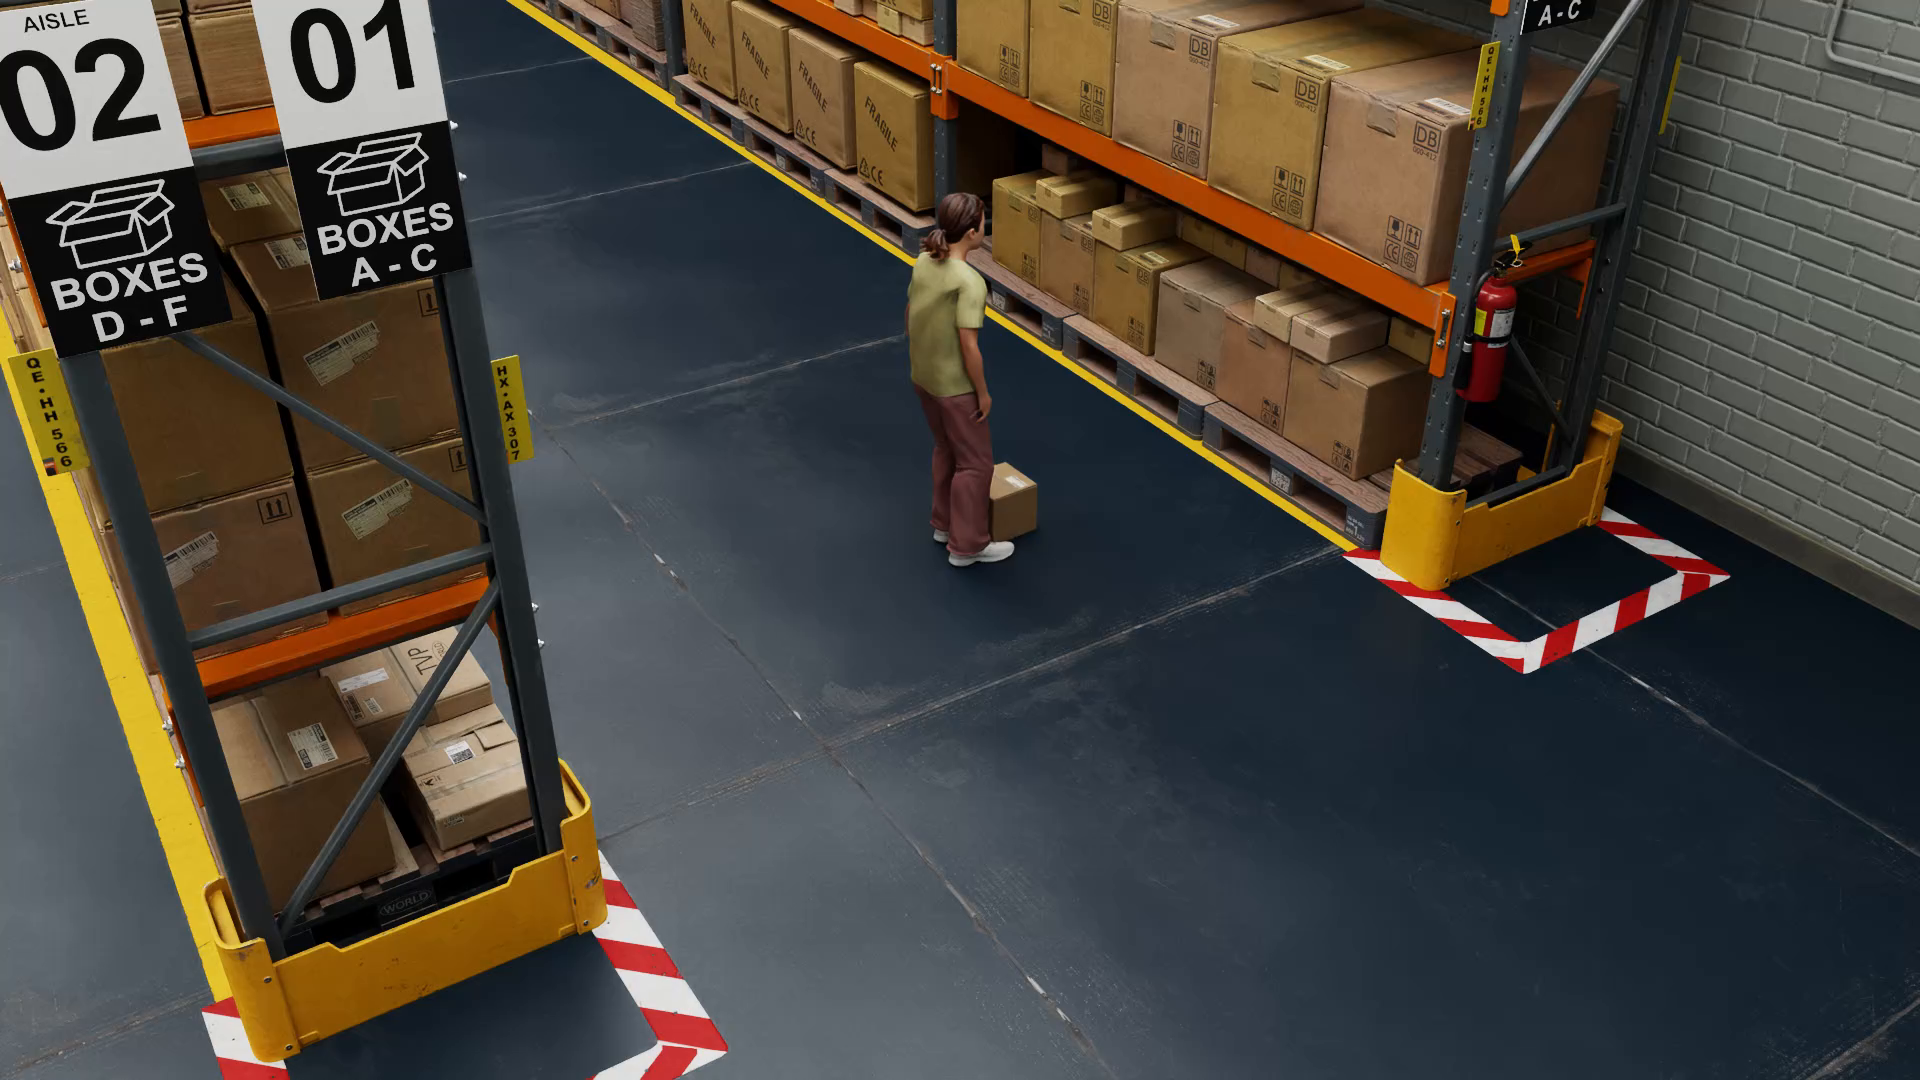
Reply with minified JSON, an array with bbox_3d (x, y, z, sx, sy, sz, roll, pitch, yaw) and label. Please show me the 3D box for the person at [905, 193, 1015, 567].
[{"bbox_3d":[0.000,-0.698,7.226,0.416,1.671,0.506,-21,38,-29],"label":"person"}]
